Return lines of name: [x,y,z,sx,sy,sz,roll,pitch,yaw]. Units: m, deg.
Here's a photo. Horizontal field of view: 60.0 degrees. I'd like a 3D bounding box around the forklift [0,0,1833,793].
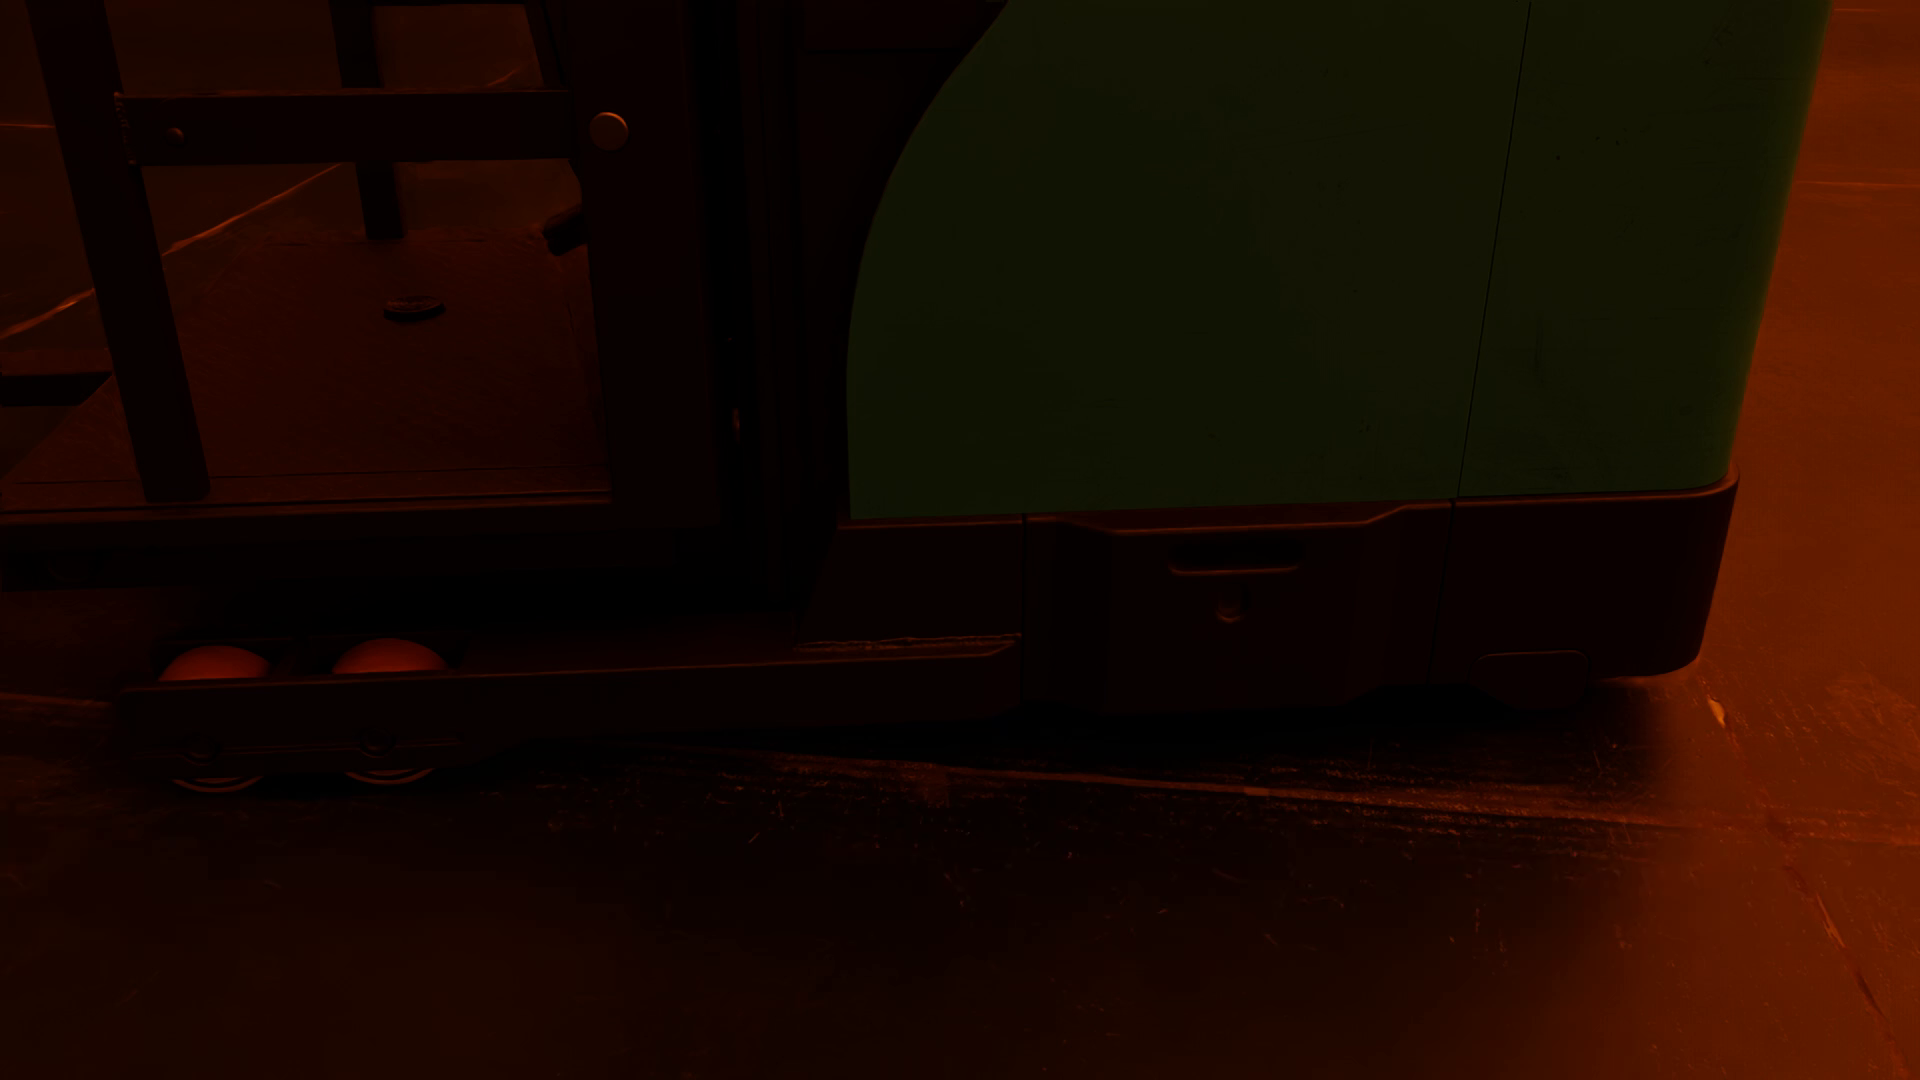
forklift: [-0.615,-1.266,1.755,3.031,2.935,1.130,-2,27,-4]
